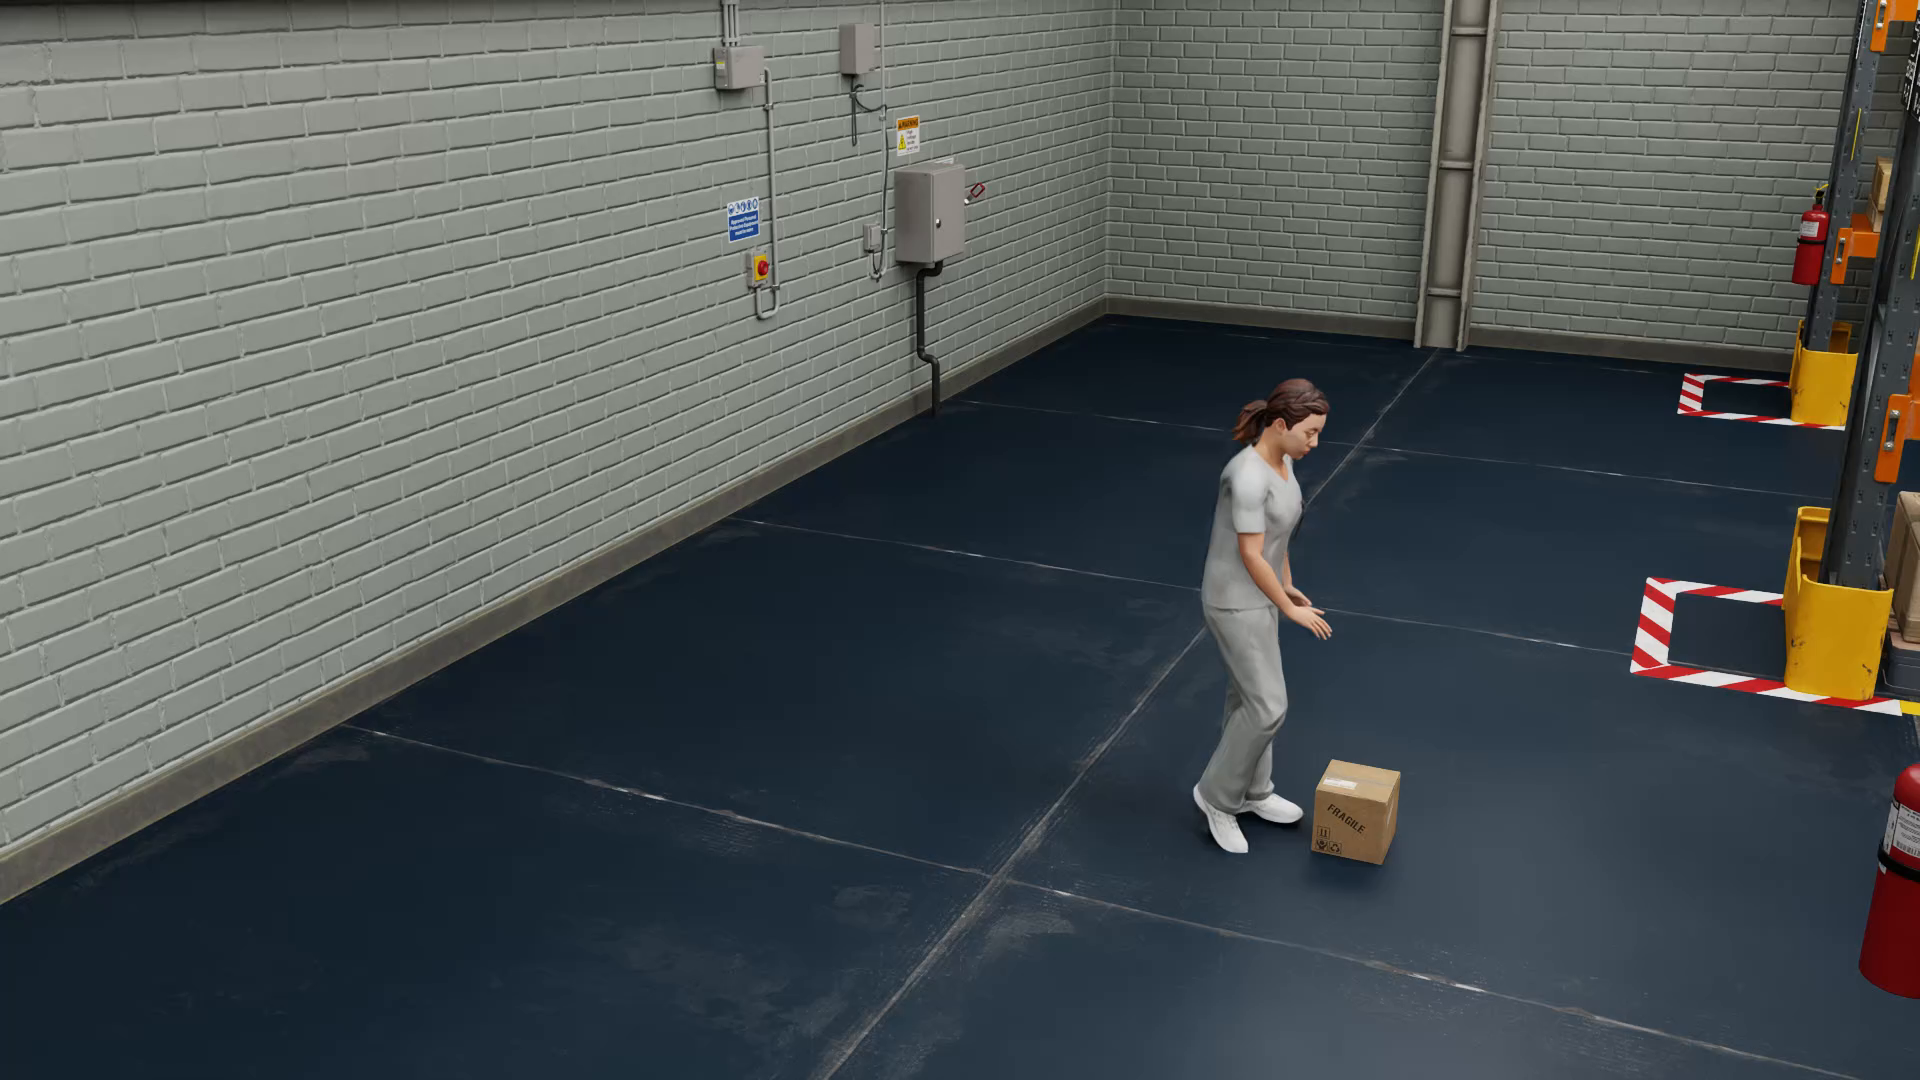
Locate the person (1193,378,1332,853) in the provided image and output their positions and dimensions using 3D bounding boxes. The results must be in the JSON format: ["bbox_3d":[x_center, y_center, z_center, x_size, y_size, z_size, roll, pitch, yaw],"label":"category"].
[{"bbox_3d":[1.087,0.266,5.812,0.497,1.699,0.473,10,21,26],"label":"person"}]
